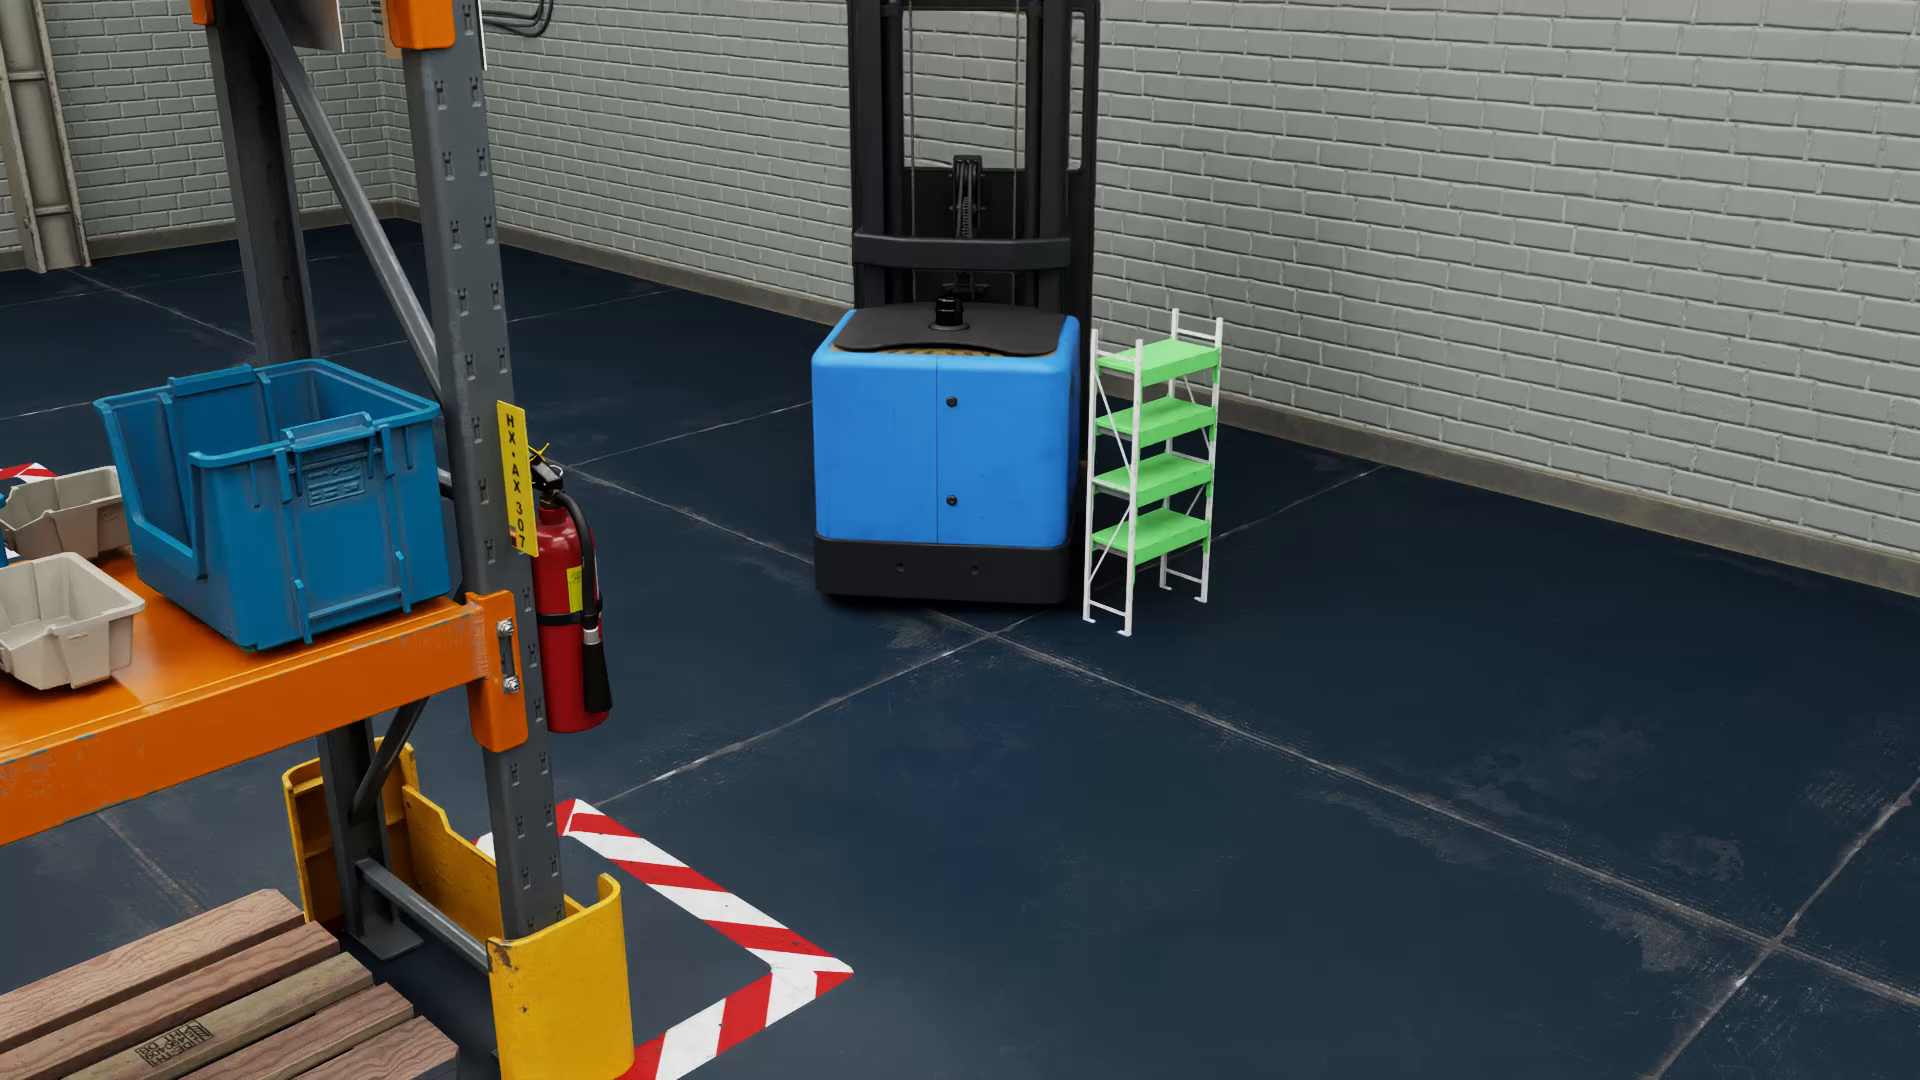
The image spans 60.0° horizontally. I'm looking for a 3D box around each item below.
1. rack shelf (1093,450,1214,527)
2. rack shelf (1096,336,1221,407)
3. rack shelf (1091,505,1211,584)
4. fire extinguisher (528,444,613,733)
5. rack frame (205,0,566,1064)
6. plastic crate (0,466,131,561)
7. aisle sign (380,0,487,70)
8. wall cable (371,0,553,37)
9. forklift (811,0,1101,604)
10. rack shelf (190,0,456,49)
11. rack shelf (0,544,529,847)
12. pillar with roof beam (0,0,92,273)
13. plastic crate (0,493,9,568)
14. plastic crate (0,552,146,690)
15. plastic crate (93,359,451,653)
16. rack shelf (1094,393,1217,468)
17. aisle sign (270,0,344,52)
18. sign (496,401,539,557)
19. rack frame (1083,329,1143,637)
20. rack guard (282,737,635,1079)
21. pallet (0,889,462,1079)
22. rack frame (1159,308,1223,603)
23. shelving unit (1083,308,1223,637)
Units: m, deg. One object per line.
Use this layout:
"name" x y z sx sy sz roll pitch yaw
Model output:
"rack shelf" 0.762 -0.211 6.630 0.480 0.148 0.258 -19 28 -41
"rack shelf" 0.762 -0.659 6.458 0.480 0.148 0.258 -19 28 -41
"rack shelf" 0.762 0.013 6.717 0.480 0.148 0.258 -19 28 -41
"fire extinguisher" -0.905 0.101 3.759 0.296 0.674 0.183 19 28 41
"rack frame" -1.336 -0.184 3.874 1.000 3.000 0.127 19 28 41
"plastic crate" -2.027 -0.047 3.799 0.250 0.136 0.298 19 28 41
"aisle sign" -1.075 -1.343 3.265 0.394 0.787 0.004 19 28 41
"wall cable" -4.232 -5.379 13.355 3.097 2.526 0.112 19 28 41
"forklift" 0.089 -1.598 7.647 1.130 2.935 3.031 2 21 6
"rack shelf" -2.731 -0.735 2.127 1.077 0.370 4.000 19 28 41
"rack shelf" -2.731 0.665 2.665 1.077 0.370 4.000 19 28 41
"pillar with roof beam" -4.086 -5.297 8.814 9.100 9.000 0.400 19 28 41
"plastic crate" -2.203 0.016 3.502 0.416 0.233 0.300 19 28 41
"plastic crate" -1.775 0.166 3.247 0.396 0.136 0.243 19 28 41
"plastic crate" -1.435 -0.096 3.511 0.616 0.435 0.499 19 28 41
"rack shelf" 0.762 -0.435 6.544 0.480 0.148 0.258 -19 28 -41
"aisle sign" -1.498 -1.491 3.649 0.394 0.787 0.004 19 28 41
"sign" -0.930 -0.127 3.497 0.100 0.325 0.005 19 28 41
"rack frame" 0.588 -0.210 6.448 0.015 1.200 0.240 -19 28 -41
"rack guard" -1.328 0.973 4.347 1.175 0.500 0.348 19 28 41
"pallet" -1.939 1.319 3.848 1.003 0.211 1.213 19 28 41
"rack frame" 0.936 -0.333 6.767 0.015 1.200 0.240 -19 28 -41
"shelving unit" 0.762 -0.271 6.607 0.503 1.200 0.258 -19 28 -41
